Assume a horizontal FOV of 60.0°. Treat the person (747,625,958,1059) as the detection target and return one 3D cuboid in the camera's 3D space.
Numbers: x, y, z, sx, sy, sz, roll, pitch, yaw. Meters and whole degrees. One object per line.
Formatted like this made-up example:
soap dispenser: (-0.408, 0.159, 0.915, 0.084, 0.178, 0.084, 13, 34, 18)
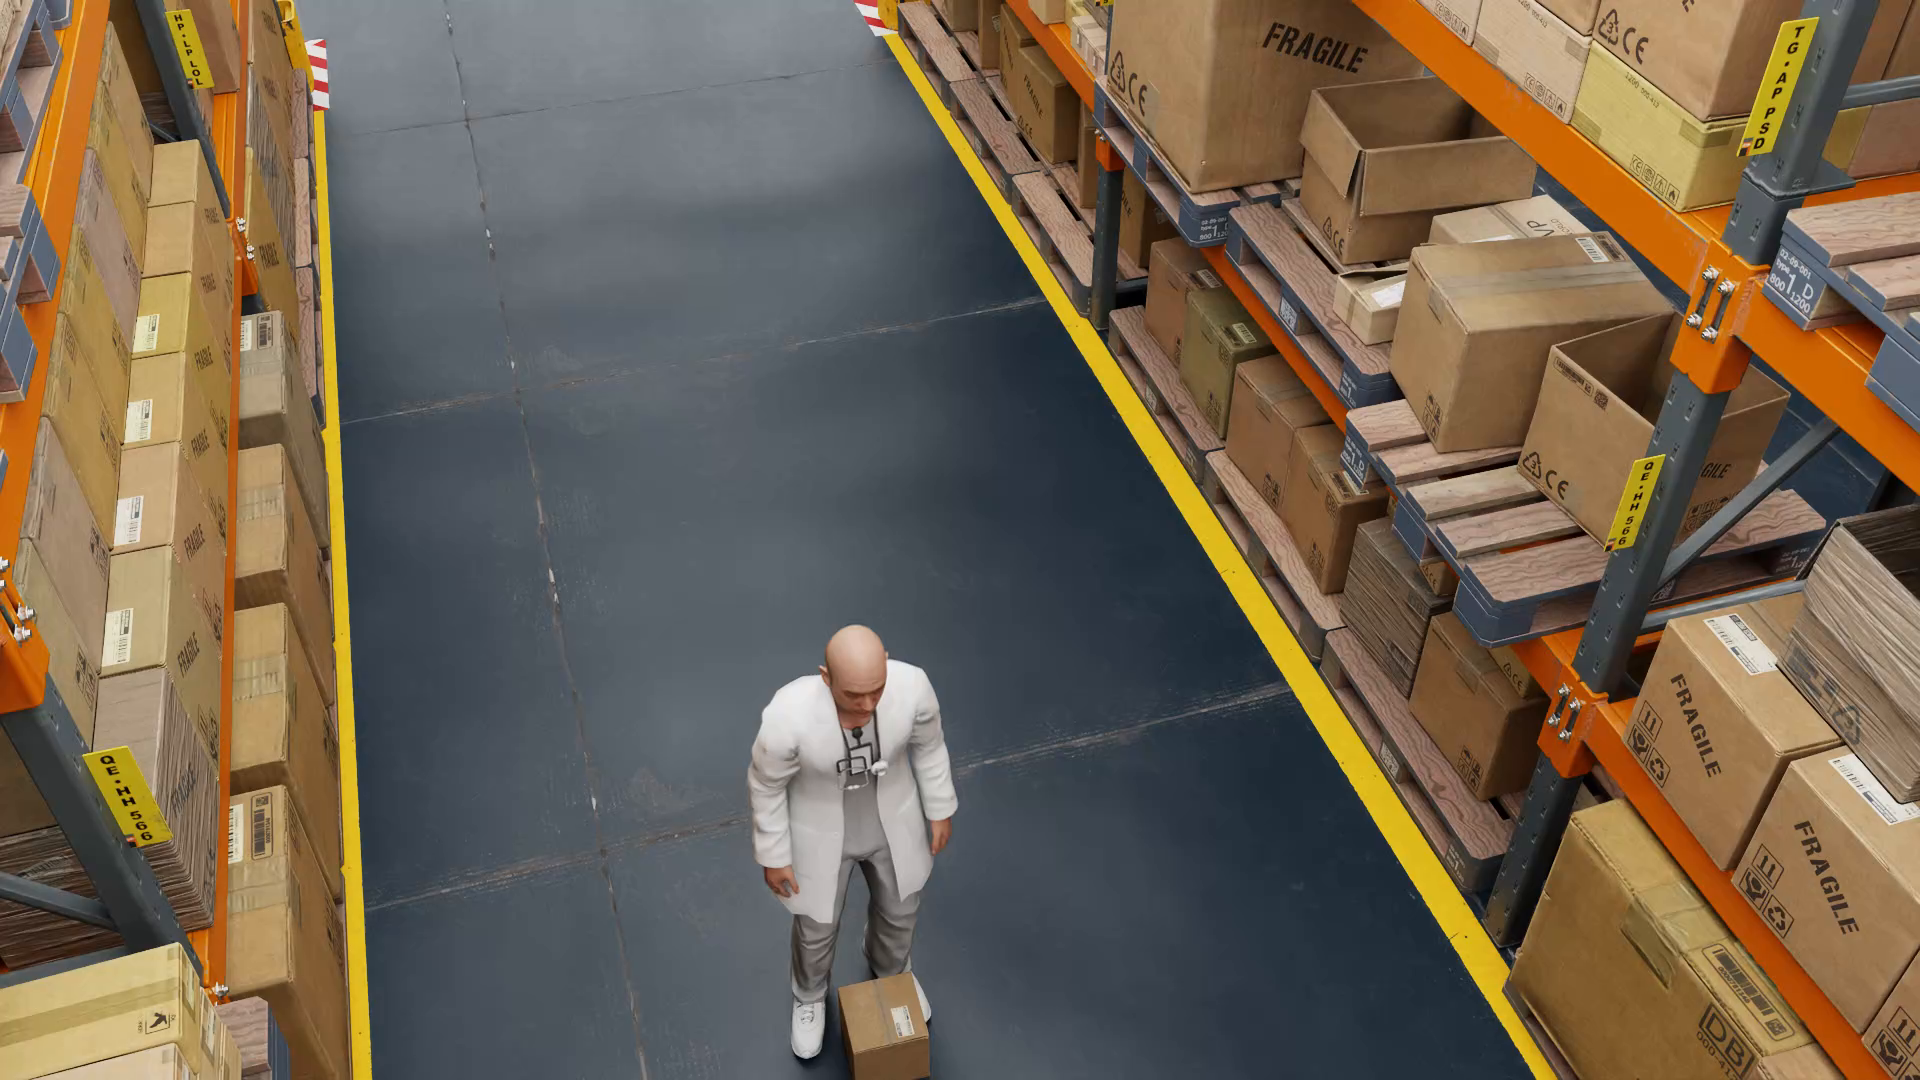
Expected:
person: (-0.323, 0.899, 5.160, 0.656, 1.774, 0.417, -13, 43, -14)
